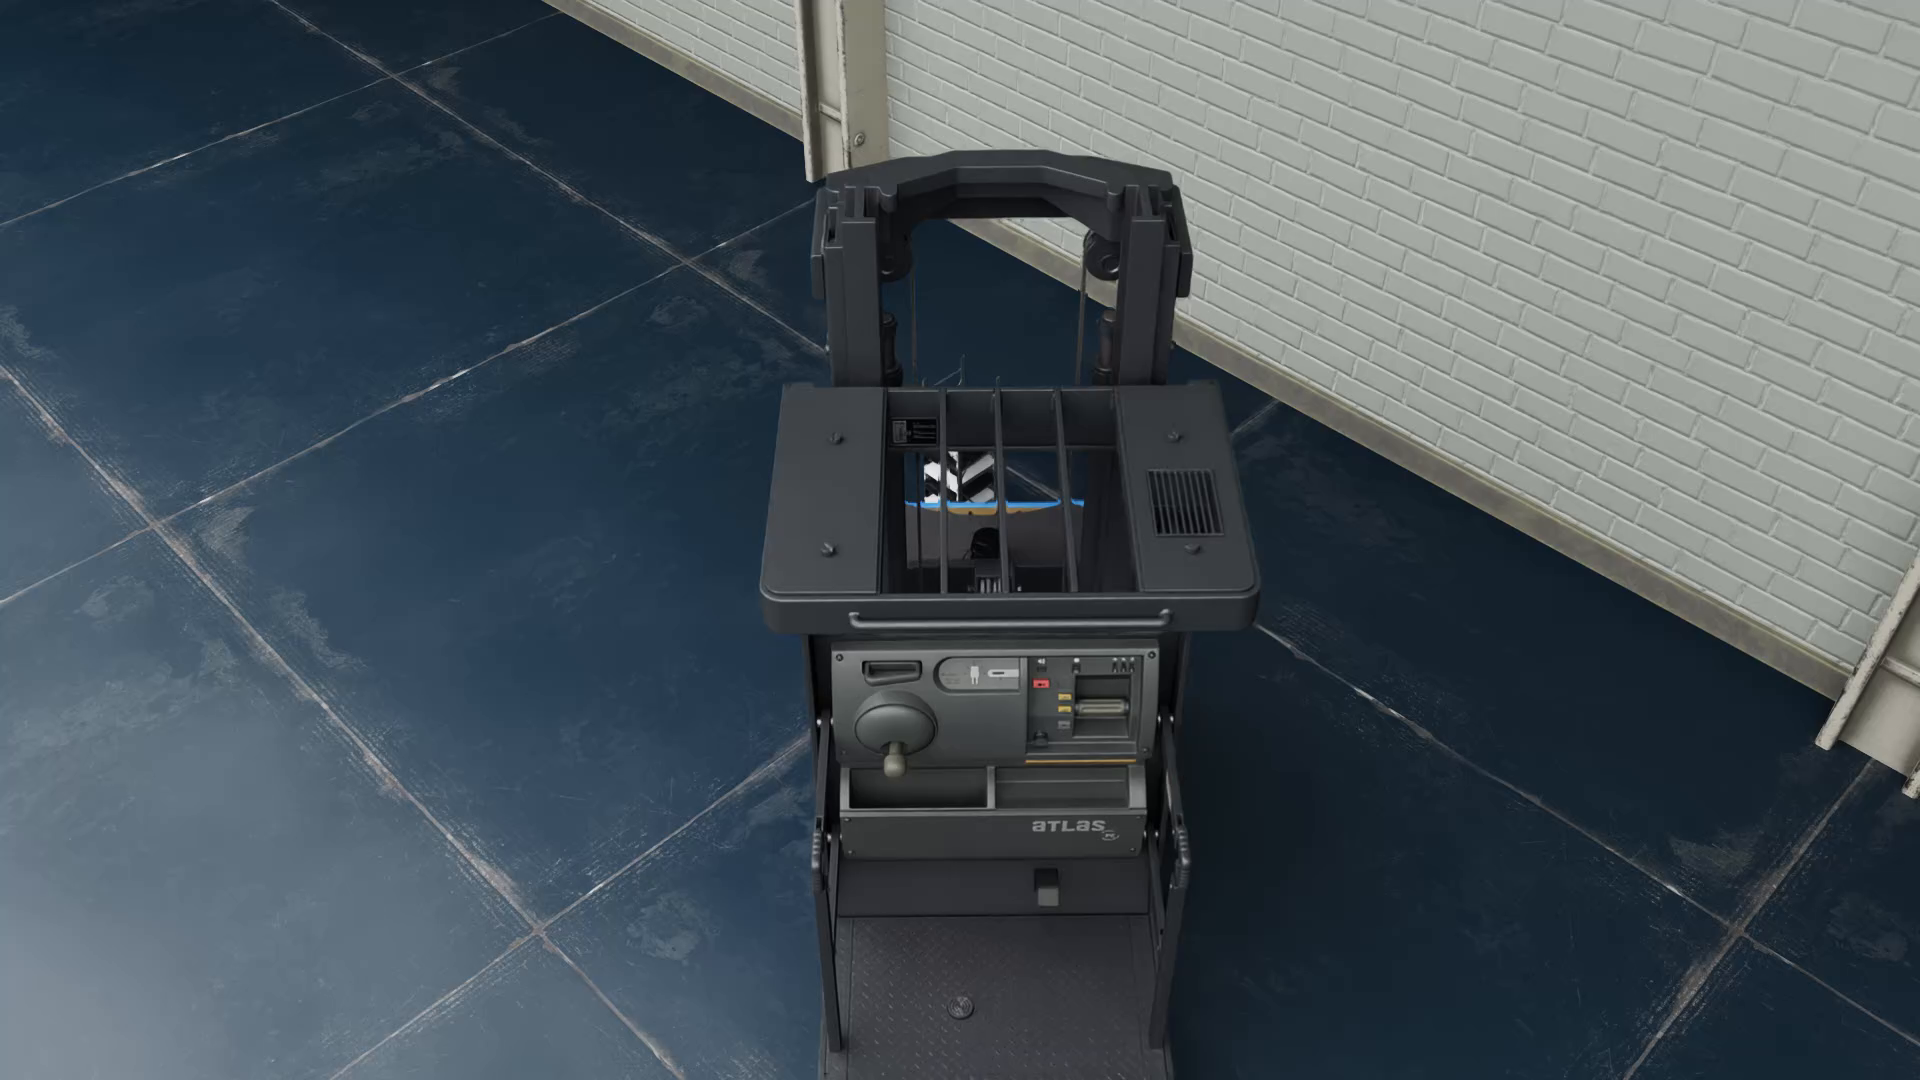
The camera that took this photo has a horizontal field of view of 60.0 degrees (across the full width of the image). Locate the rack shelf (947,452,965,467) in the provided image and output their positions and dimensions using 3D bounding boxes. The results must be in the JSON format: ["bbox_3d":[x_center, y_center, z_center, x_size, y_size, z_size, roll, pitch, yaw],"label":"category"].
[{"bbox_3d":[0.006,-0.434,6.958,0.258,0.077,0.200,-34,53,-31],"label":"rack shelf"}]

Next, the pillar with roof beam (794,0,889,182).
[{"bbox_3d":[-3.694,-3.309,4.318,9.100,9.000,0.400,-34,53,-31],"label":"pillar with roof beam"}]

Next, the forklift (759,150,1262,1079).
[{"bbox_3d":[0.106,0.566,4.595,1.130,2.935,3.031,0,43,0],"label":"forklift"}]

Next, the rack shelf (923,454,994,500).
[{"bbox_3d":[0.006,-0.302,7.080,0.258,0.077,0.200,-34,53,-31],"label":"rack shelf"}]

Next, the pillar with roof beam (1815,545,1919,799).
[{"bbox_3d":[0.543,-0.426,1.198,9.100,9.000,0.400,-34,53,-31],"label":"pillar with roof beam"}]

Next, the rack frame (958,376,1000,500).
[{"bbox_3d":[0.078,-0.278,7.005,0.240,0.900,0.006,-34,53,-31],"label":"rack frame"}]

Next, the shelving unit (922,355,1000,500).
[{"bbox_3d":[0.006,-0.327,7.058,0.258,0.900,0.210,-34,53,-31],"label":"shelving unit"}]

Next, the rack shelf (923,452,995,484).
[{"bbox_3d":[0.006,-0.368,7.019,0.258,0.077,0.200,-34,53,-31],"label":"rack shelf"}]

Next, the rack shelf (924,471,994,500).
[{"bbox_3d":[0.006,-0.236,7.141,0.258,0.077,0.200,-34,53,-31],"label":"rack shelf"}]

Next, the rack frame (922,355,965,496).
[{"bbox_3d":[-0.066,-0.375,7.111,0.240,0.900,0.006,-34,53,-31],"label":"rack frame"}]

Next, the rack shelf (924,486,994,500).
[{"bbox_3d":[0.006,-0.170,7.203,0.258,0.077,0.200,-34,53,-31],"label":"rack shelf"}]
